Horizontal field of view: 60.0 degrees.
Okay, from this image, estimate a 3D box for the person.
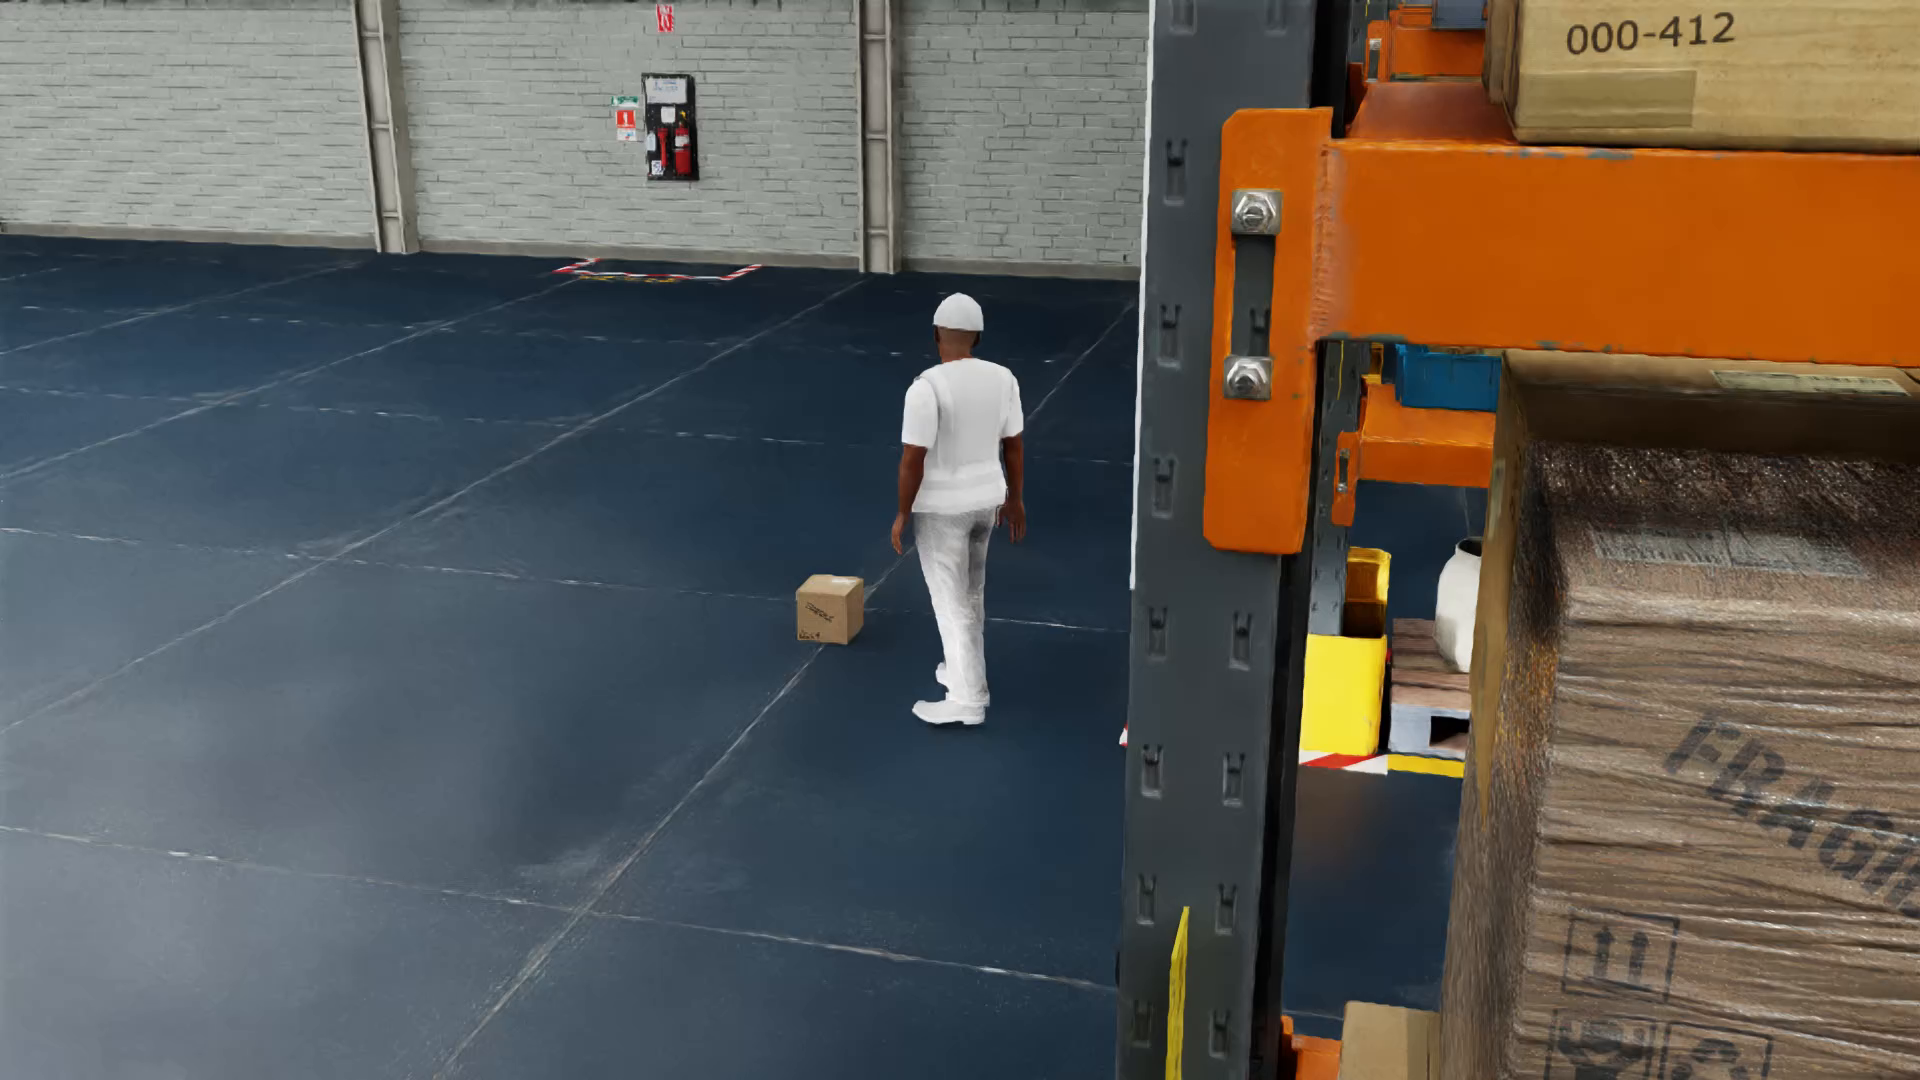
[{"bbox_3d":[-0.019,-0.137,6.922,0.591,1.771,0.582,-16,24,-40],"label":"person"}]
